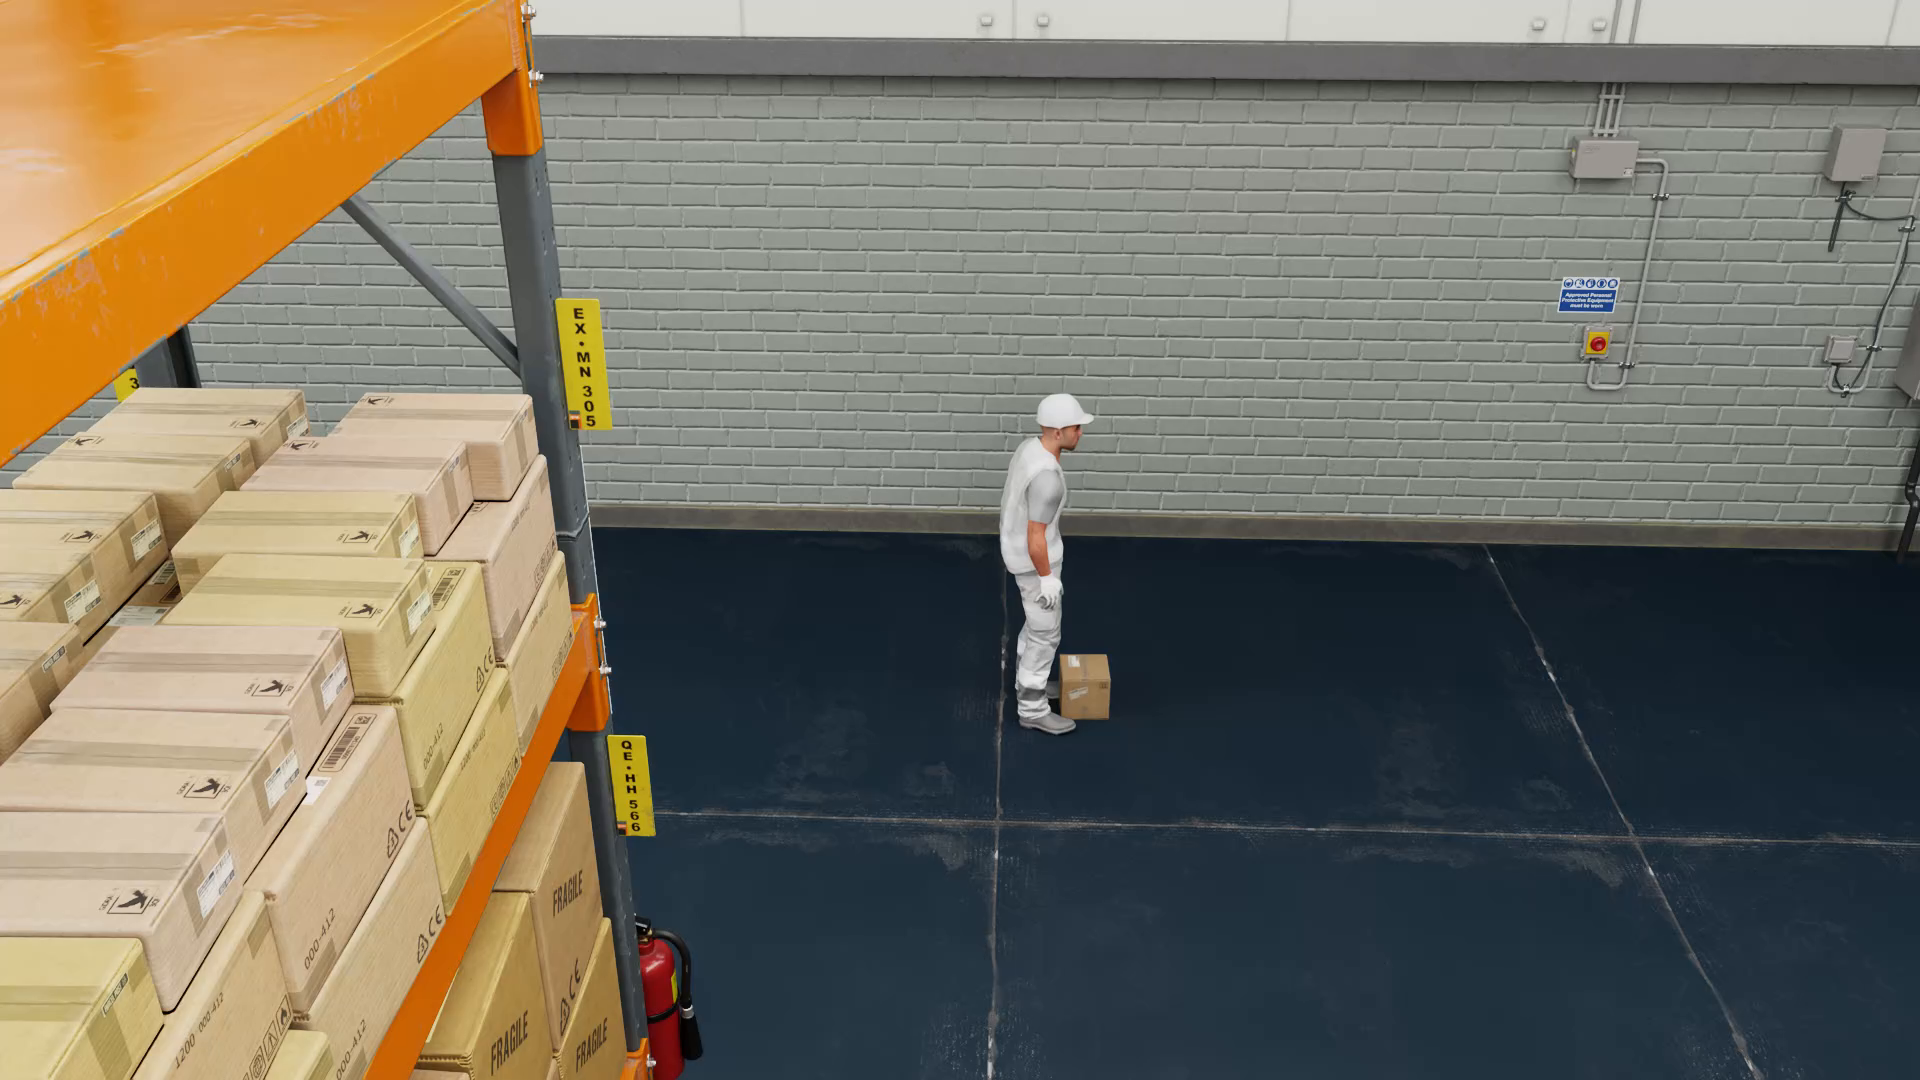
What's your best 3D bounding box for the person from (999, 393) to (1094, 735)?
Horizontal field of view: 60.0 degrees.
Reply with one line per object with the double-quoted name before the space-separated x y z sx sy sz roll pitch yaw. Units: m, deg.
"person" 0.427 0.099 8.418 0.453 1.777 0.608 0 28 -1
